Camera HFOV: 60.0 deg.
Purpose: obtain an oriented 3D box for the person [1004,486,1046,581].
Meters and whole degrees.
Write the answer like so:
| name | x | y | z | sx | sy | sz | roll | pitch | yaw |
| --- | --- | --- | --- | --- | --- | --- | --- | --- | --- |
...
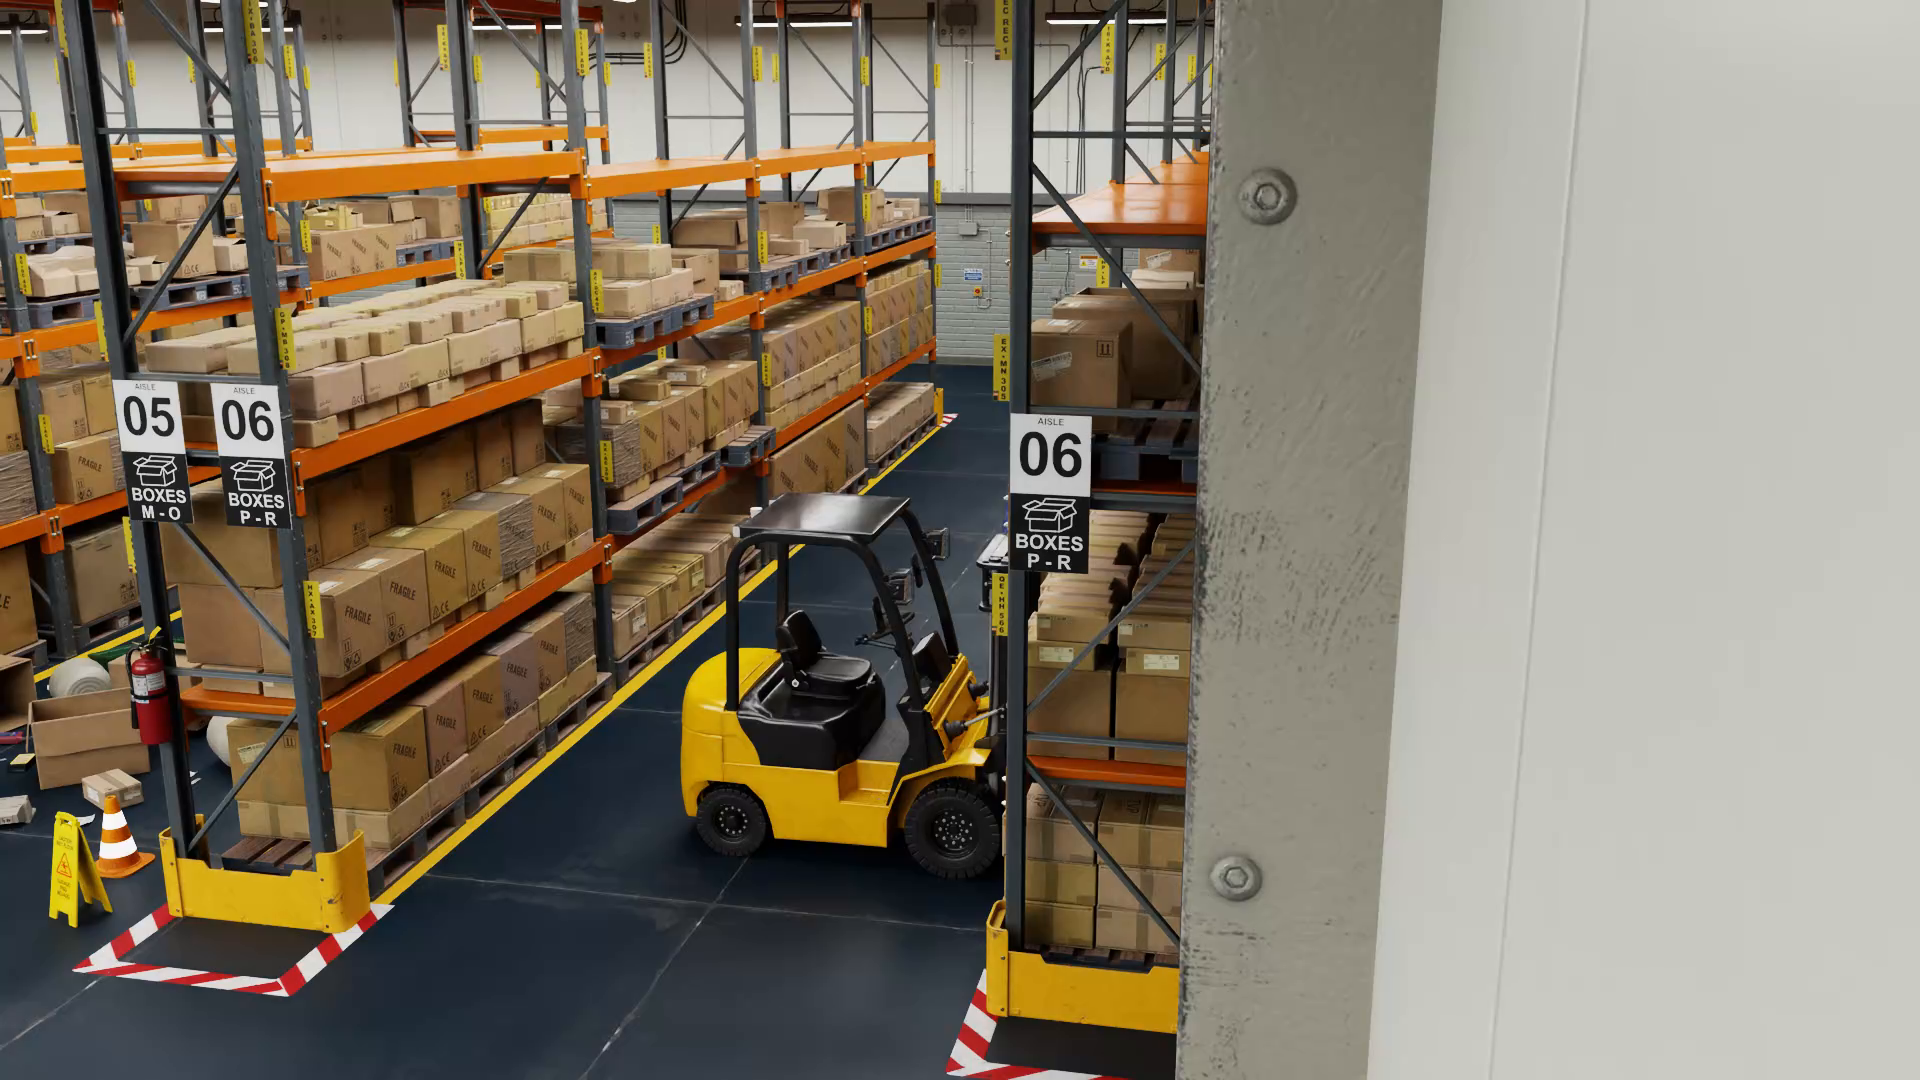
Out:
| name | x | y | z | sx | sy | sz | roll | pitch | yaw |
| --- | --- | --- | --- | --- | --- | --- | --- | --- | --- |
| person | 0.586 | 0.075 | 14.759 | 0.412 | 1.657 | 0.512 | 2 | 15 | 8 |
